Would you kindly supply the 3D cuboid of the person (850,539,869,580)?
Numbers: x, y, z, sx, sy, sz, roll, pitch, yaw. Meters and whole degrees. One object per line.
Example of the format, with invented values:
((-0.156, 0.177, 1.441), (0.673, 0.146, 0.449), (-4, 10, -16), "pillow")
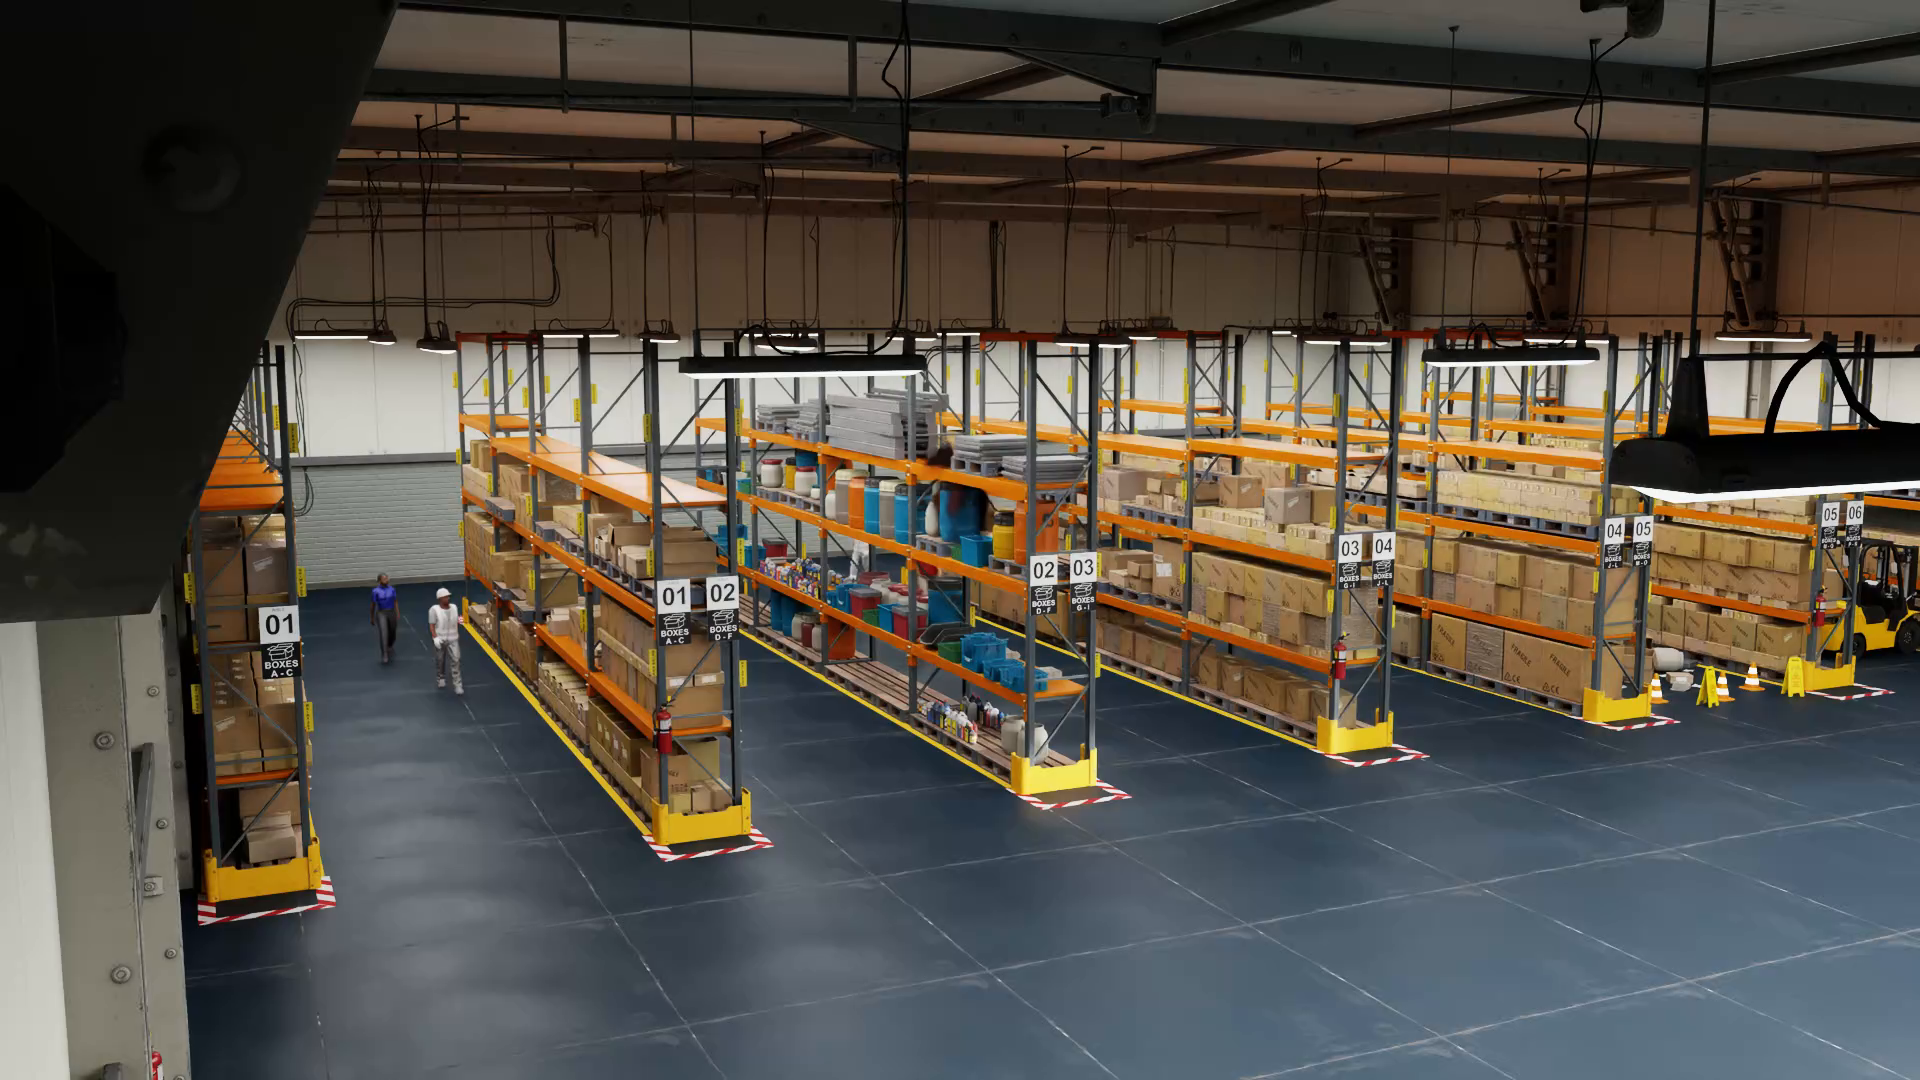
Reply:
((-2.305, 0.285, 38.265), (0.557, 1.742, 0.917), (5, 9, 32), "person")

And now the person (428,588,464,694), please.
((-8.659, 1.685, 27.995), (0.526, 1.740, 0.972), (-4, 9, -26), "person")

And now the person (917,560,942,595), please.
((-0.657, 0.872, 34.524), (0.588, 1.741, 0.936), (-3, 8, -22), "person")

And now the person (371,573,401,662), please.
((-10.620, 1.401, 30.721), (0.512, 1.591, 0.931), (-4, 9, -29), "person")
